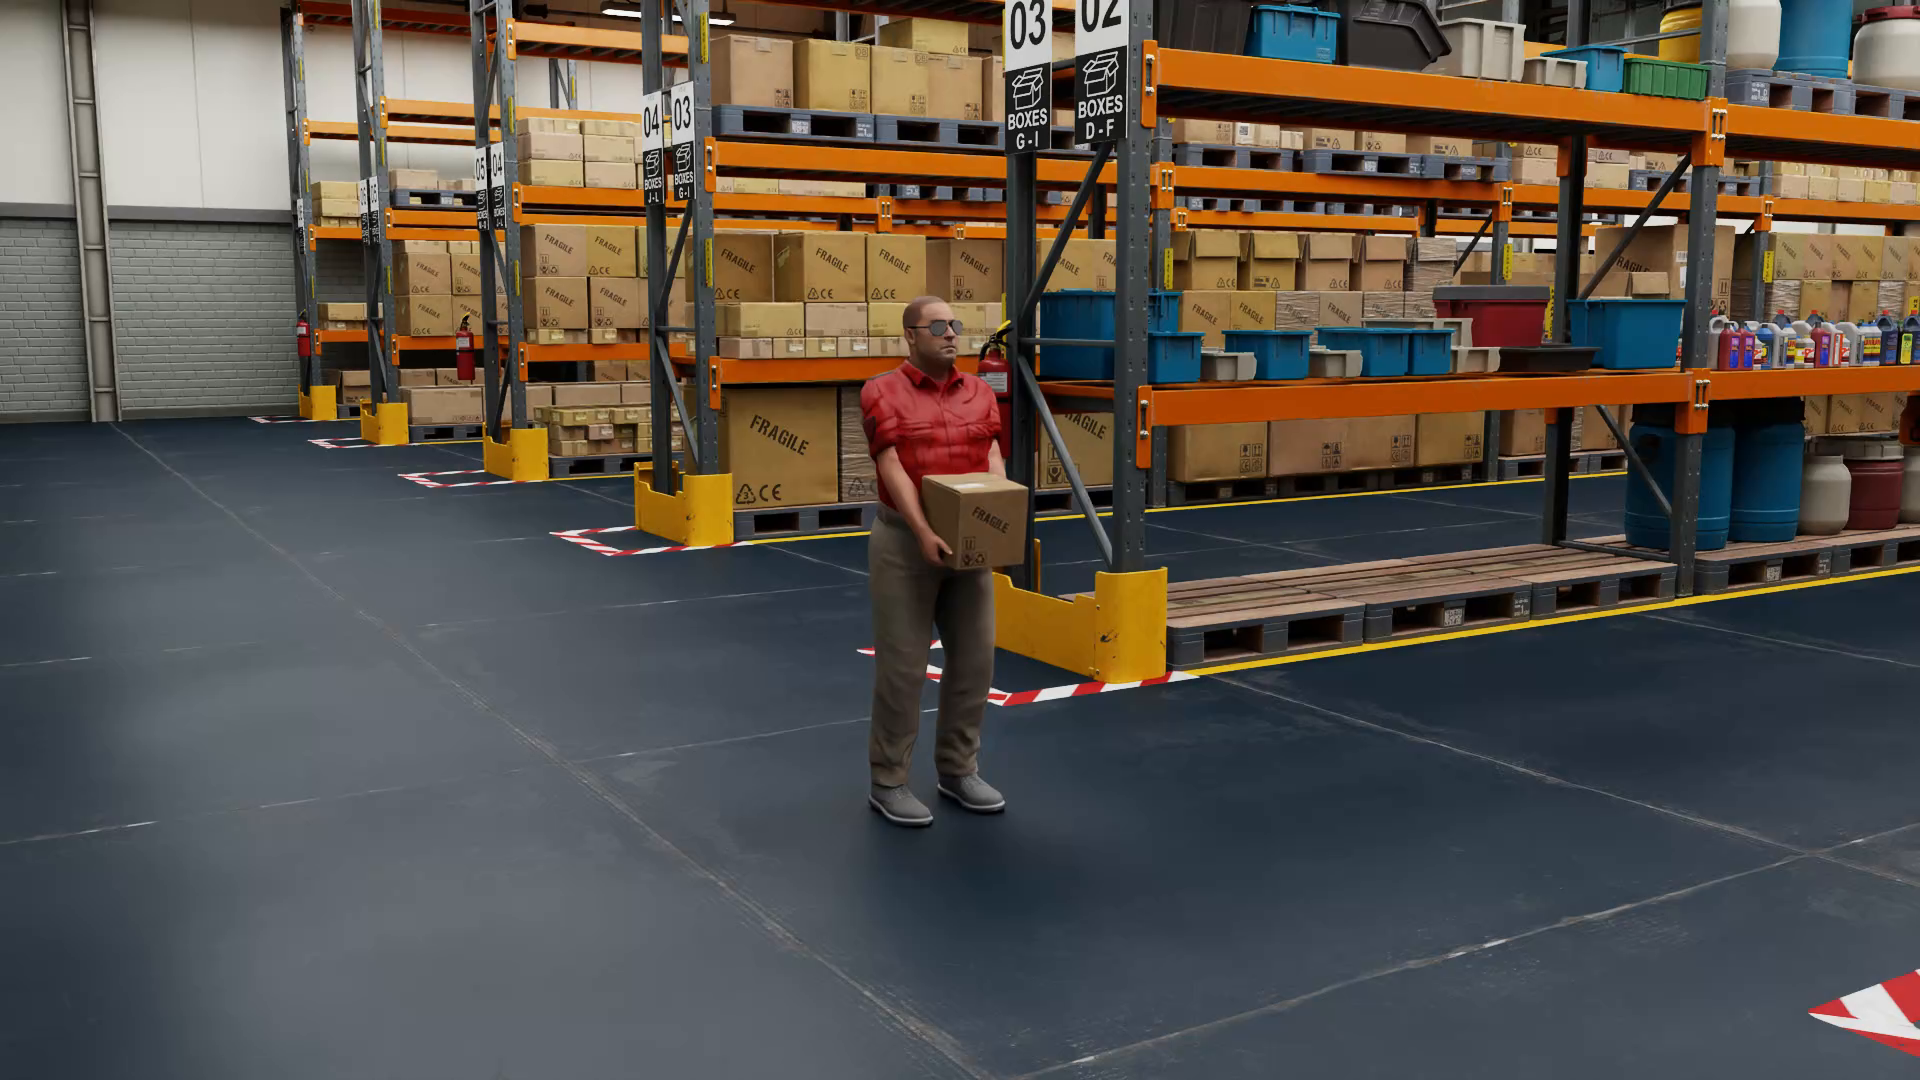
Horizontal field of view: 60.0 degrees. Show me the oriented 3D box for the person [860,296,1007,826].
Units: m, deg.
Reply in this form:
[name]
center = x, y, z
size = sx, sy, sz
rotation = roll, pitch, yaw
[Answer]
[person]
center = -0.035, 0.065, 5.464
size = 0.493, 1.719, 0.538
rotation = -5, 9, -30
